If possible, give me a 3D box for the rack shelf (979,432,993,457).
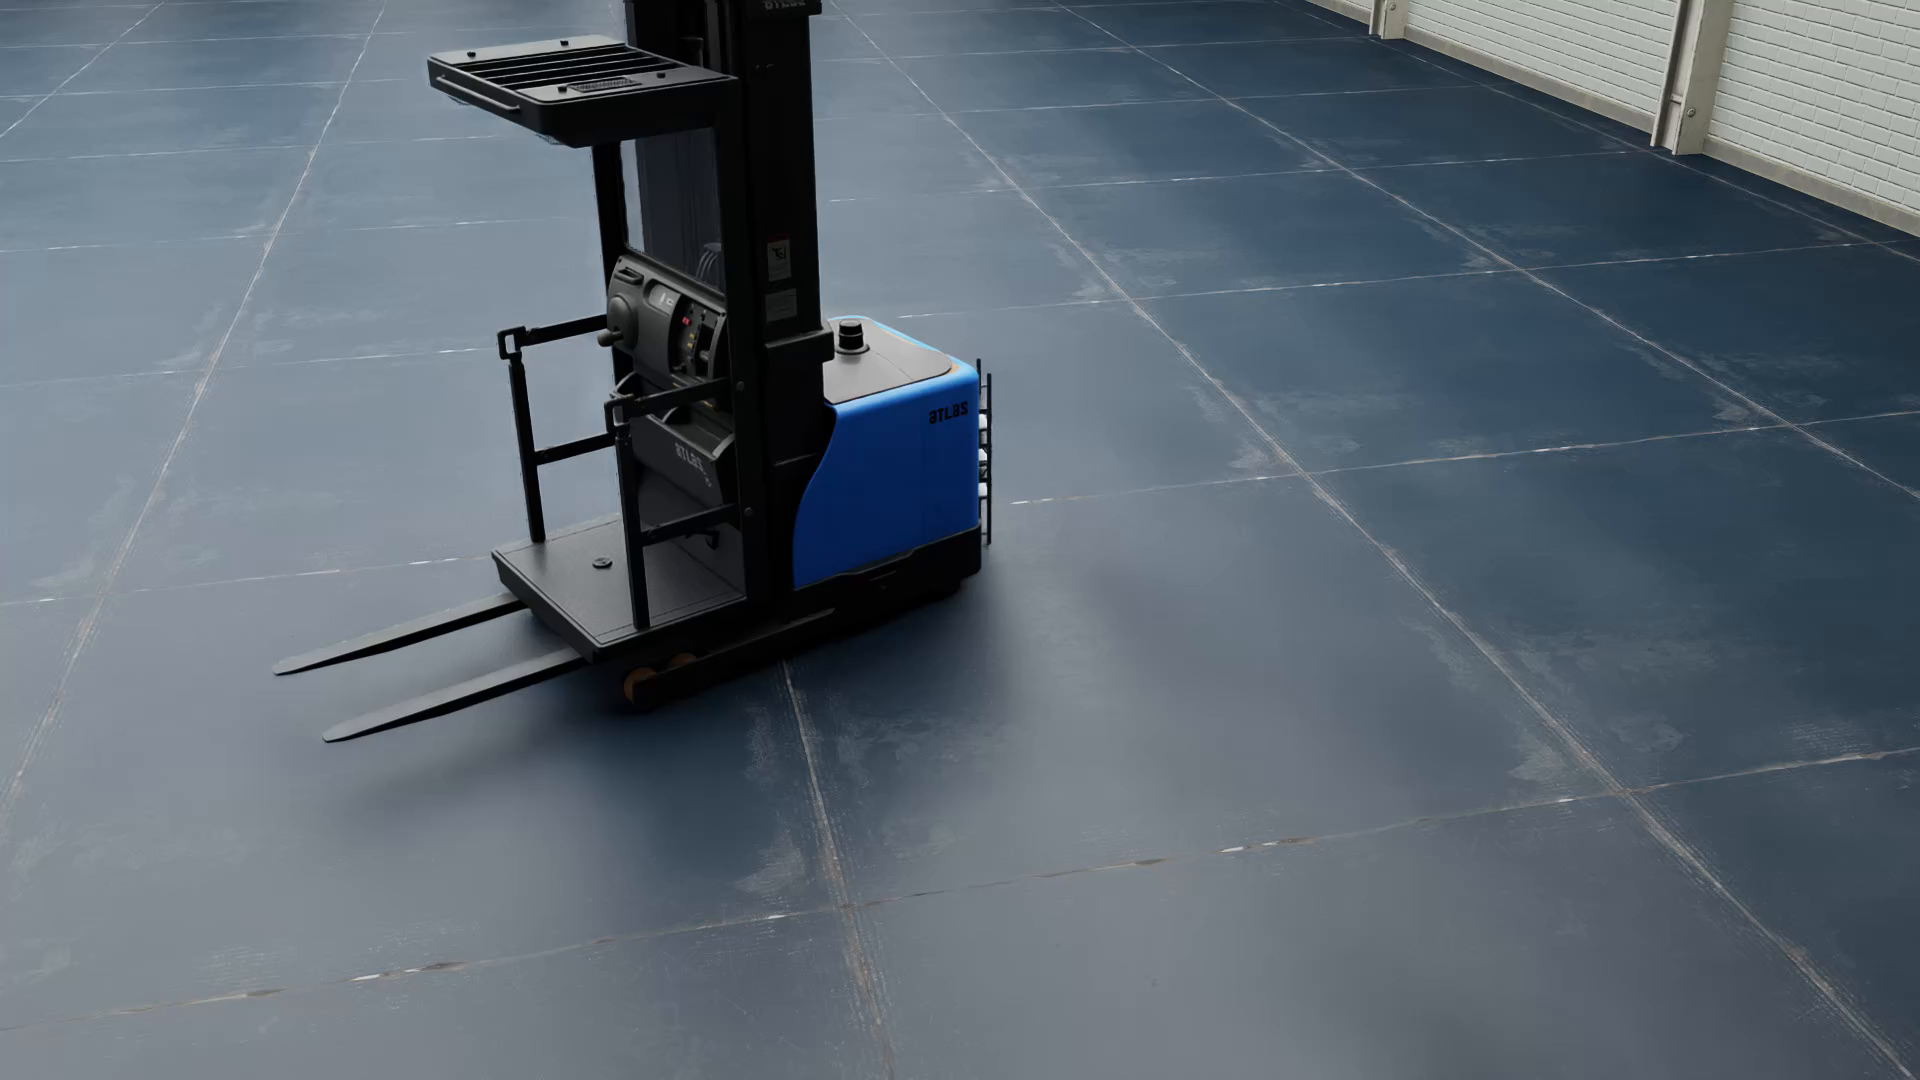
[{"bbox_3d":[0.009,-0.462,8.038,0.258,0.077,0.200,-7,28,-12],"label":"rack shelf"}]

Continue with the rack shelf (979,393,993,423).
[{"bbox_3d":[0.008,-0.622,7.956,0.258,0.077,0.200,-7,28,-12],"label":"rack shelf"}]

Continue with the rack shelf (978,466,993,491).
[{"bbox_3d":[0.010,-0.301,8.119,0.258,0.077,0.200,-7,28,-12],"label":"rack shelf"}]

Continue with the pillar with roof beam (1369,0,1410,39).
[{"bbox_3d":[1.114,-9.847,17.772,9.100,9.000,0.400,-6,27,-12],"label":"pillar with roof beam"}]

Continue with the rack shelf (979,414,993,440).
[{"bbox_3d":[0.008,-0.542,7.997,0.258,0.077,0.200,-7,28,-12],"label":"rack shelf"}]

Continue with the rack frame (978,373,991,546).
[{"bbox_3d":[0.033,-0.367,7.975,0.240,0.900,0.006,-7,28,-12],"label":"rack frame"}]

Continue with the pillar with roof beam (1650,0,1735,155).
[{"bbox_3d":[2.466,-7.213,12.553,9.100,9.000,0.400,-6,27,-12],"label":"pillar with roof beam"}]

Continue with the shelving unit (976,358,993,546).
[{"bbox_3d":[0.009,-0.411,8.063,0.258,0.900,0.210,-7,28,-12],"label":"shelving unit"}]

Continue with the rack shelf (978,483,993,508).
[{"bbox_3d":[0.011,-0.221,8.160,0.258,0.077,0.200,-7,28,-12],"label":"rack shelf"}]

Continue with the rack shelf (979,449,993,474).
[{"bbox_3d":[0.010,-0.381,8.079,0.258,0.077,0.200,-7,28,-12],"label":"rack shelf"}]

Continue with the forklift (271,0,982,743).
[{"bbox_3d":[-1.380,-0.882,6.745,3.031,2.935,1.130,-19,32,-33],"label":"forklift"}]

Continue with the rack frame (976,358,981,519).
[{"bbox_3d":[-0.015,-0.456,8.152,0.240,0.900,0.006,-7,28,-12],"label":"rack frame"}]
